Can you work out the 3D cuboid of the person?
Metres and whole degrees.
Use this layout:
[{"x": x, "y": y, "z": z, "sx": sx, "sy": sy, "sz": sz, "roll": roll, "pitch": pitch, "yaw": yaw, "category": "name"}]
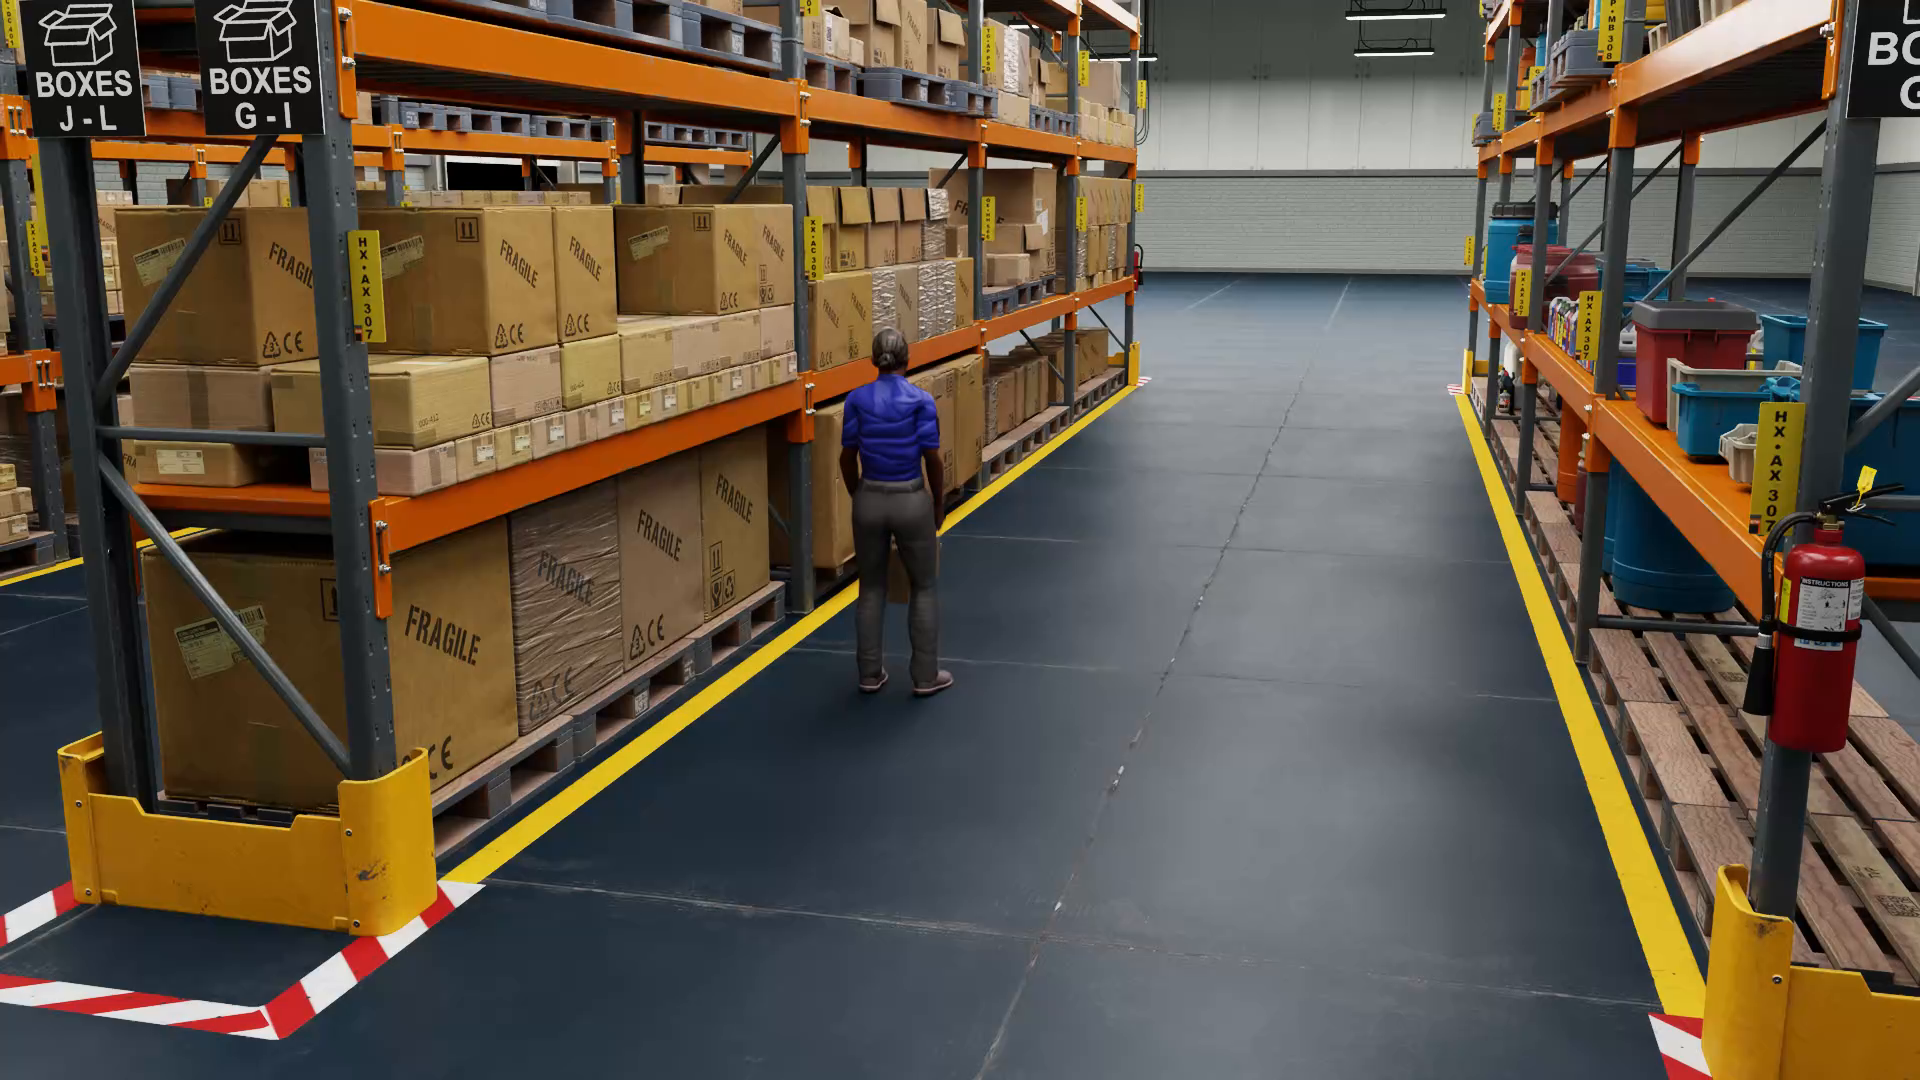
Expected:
[{"x": -0.295, "y": -0.125, "z": 7.557, "sx": 0.494, "sy": 1.659, "sz": 0.345, "roll": 3, "pitch": 12, "yaw": 12, "category": "person"}]
